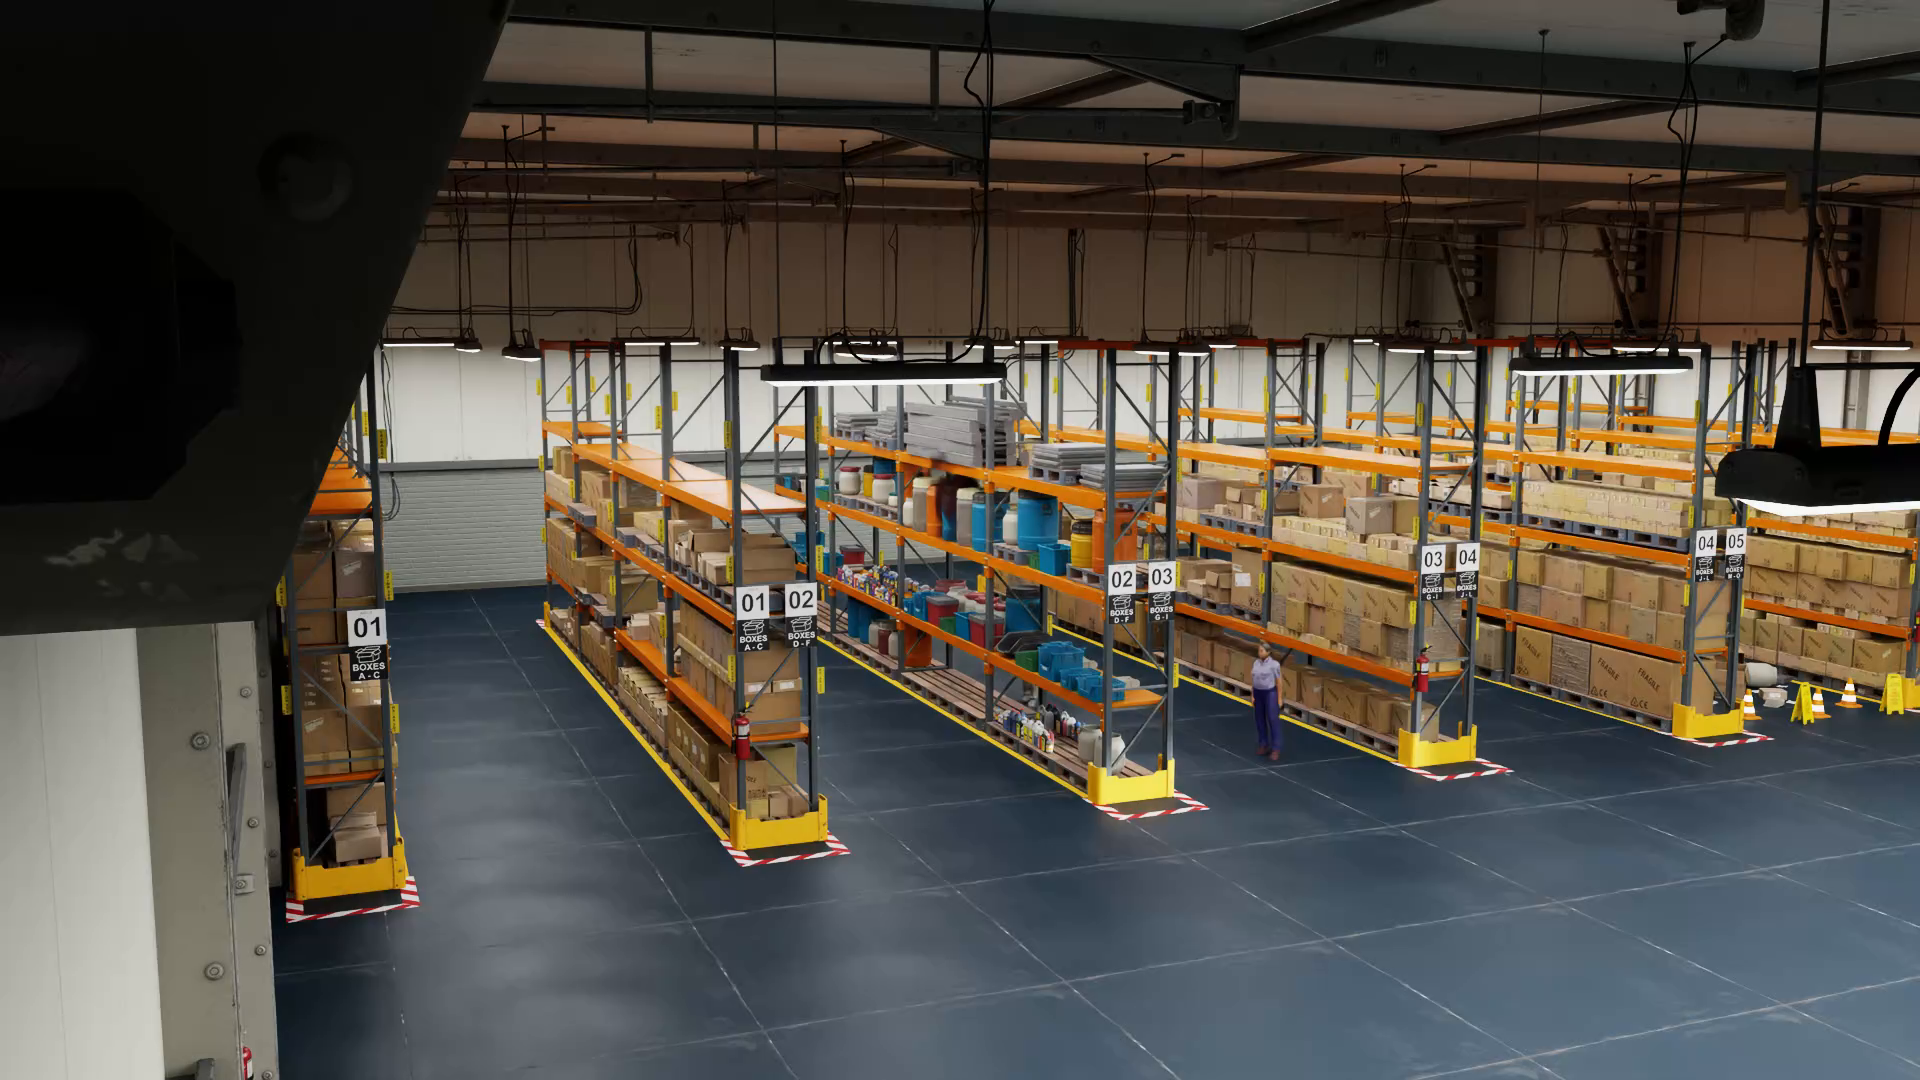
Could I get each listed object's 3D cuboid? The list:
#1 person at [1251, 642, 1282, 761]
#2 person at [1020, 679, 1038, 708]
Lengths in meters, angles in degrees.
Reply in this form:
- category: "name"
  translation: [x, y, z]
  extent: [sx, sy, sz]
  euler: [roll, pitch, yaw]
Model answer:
- category: "person"
  translation: [4.508, 2.347, 24.453]
  extent: [0.435, 1.665, 0.620]
  euler: [-6, 10, -40]
- category: "person"
  translation: [1.140, 1.859, 27.715]
  extent: [0.588, 1.773, 0.564]
  euler: [4, 8, 27]
